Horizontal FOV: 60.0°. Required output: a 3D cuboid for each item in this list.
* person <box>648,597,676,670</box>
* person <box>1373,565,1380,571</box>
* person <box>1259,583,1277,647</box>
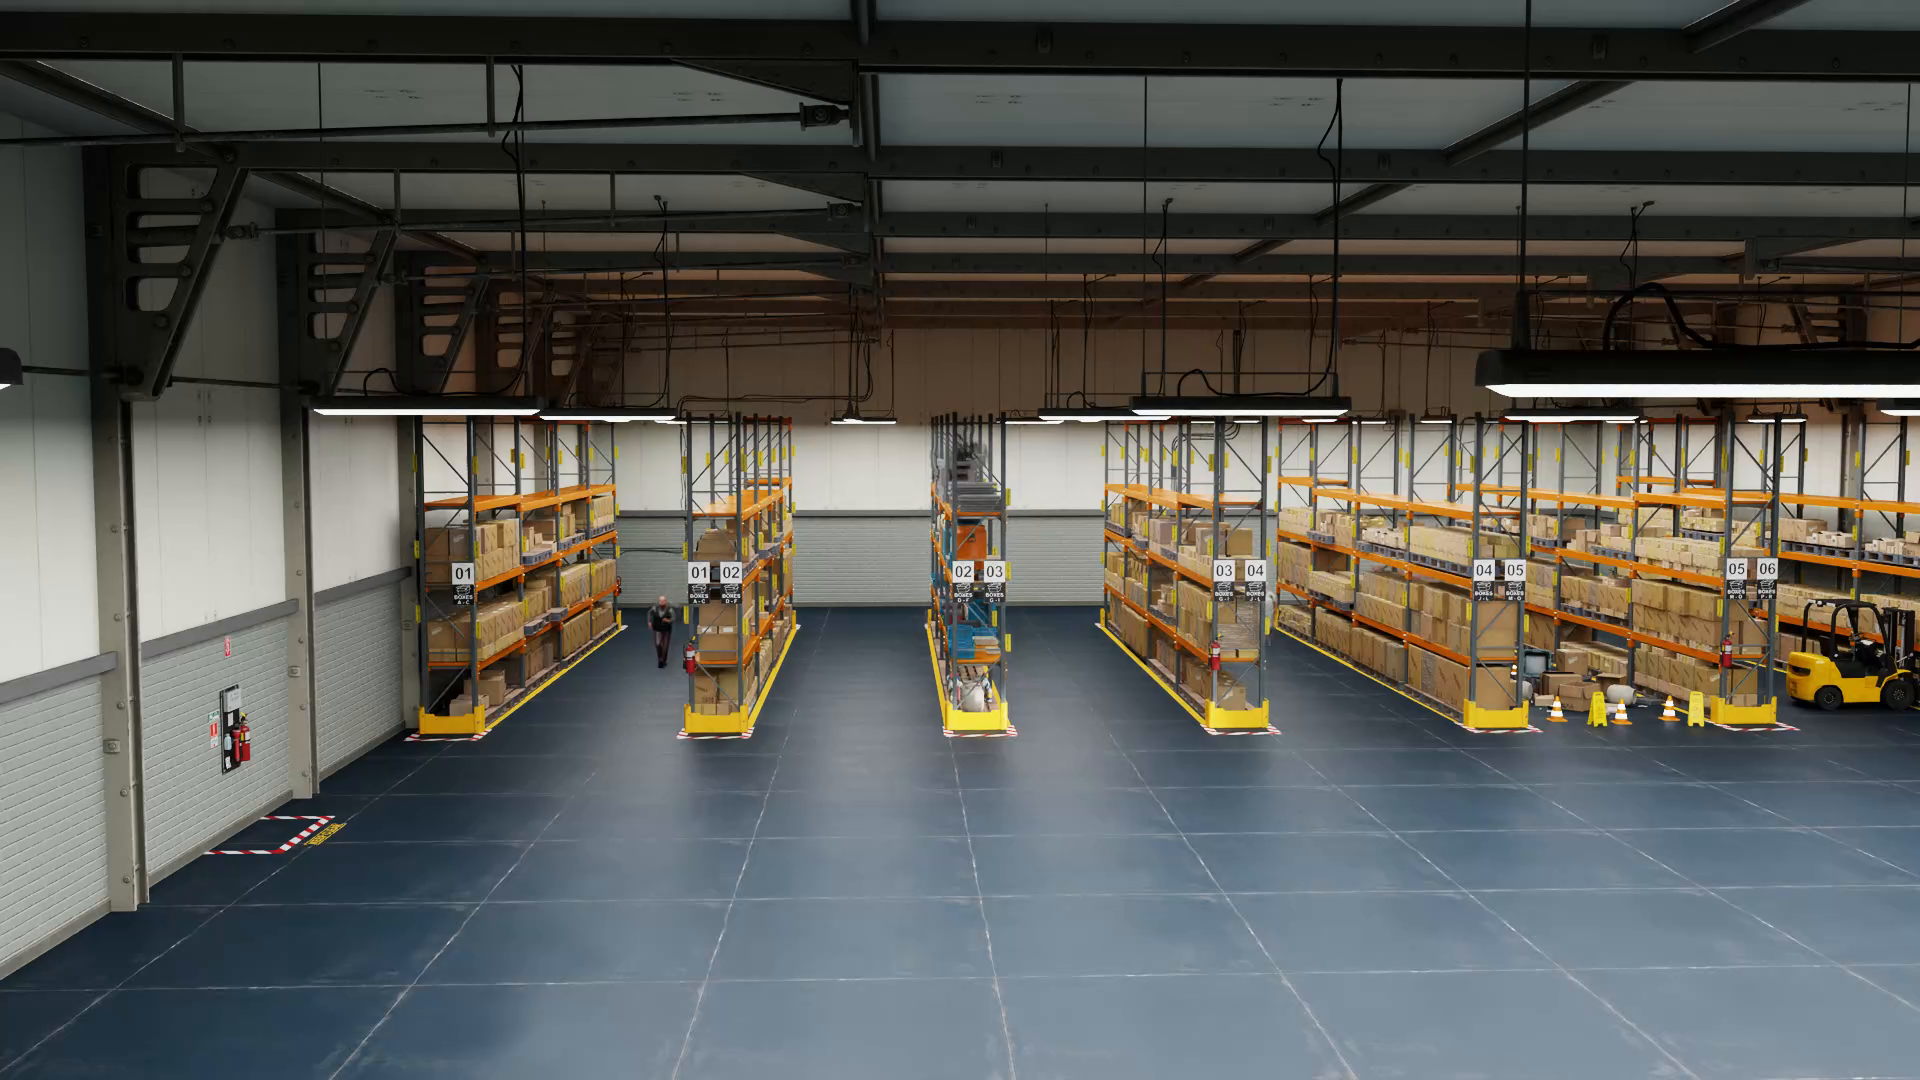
[{"bbox_3d":[-7.041,2.194,39.305,0.681,1.727,0.821,0,4,-6],"label":"person"},{"bbox_3d":[12.274,1.563,48.927,0.644,1.687,0.665,-1,4,-9],"label":"person"},{"bbox_3d":[7.973,1.954,43.287,0.579,1.675,0.678,0,4,5],"label":"person"}]
